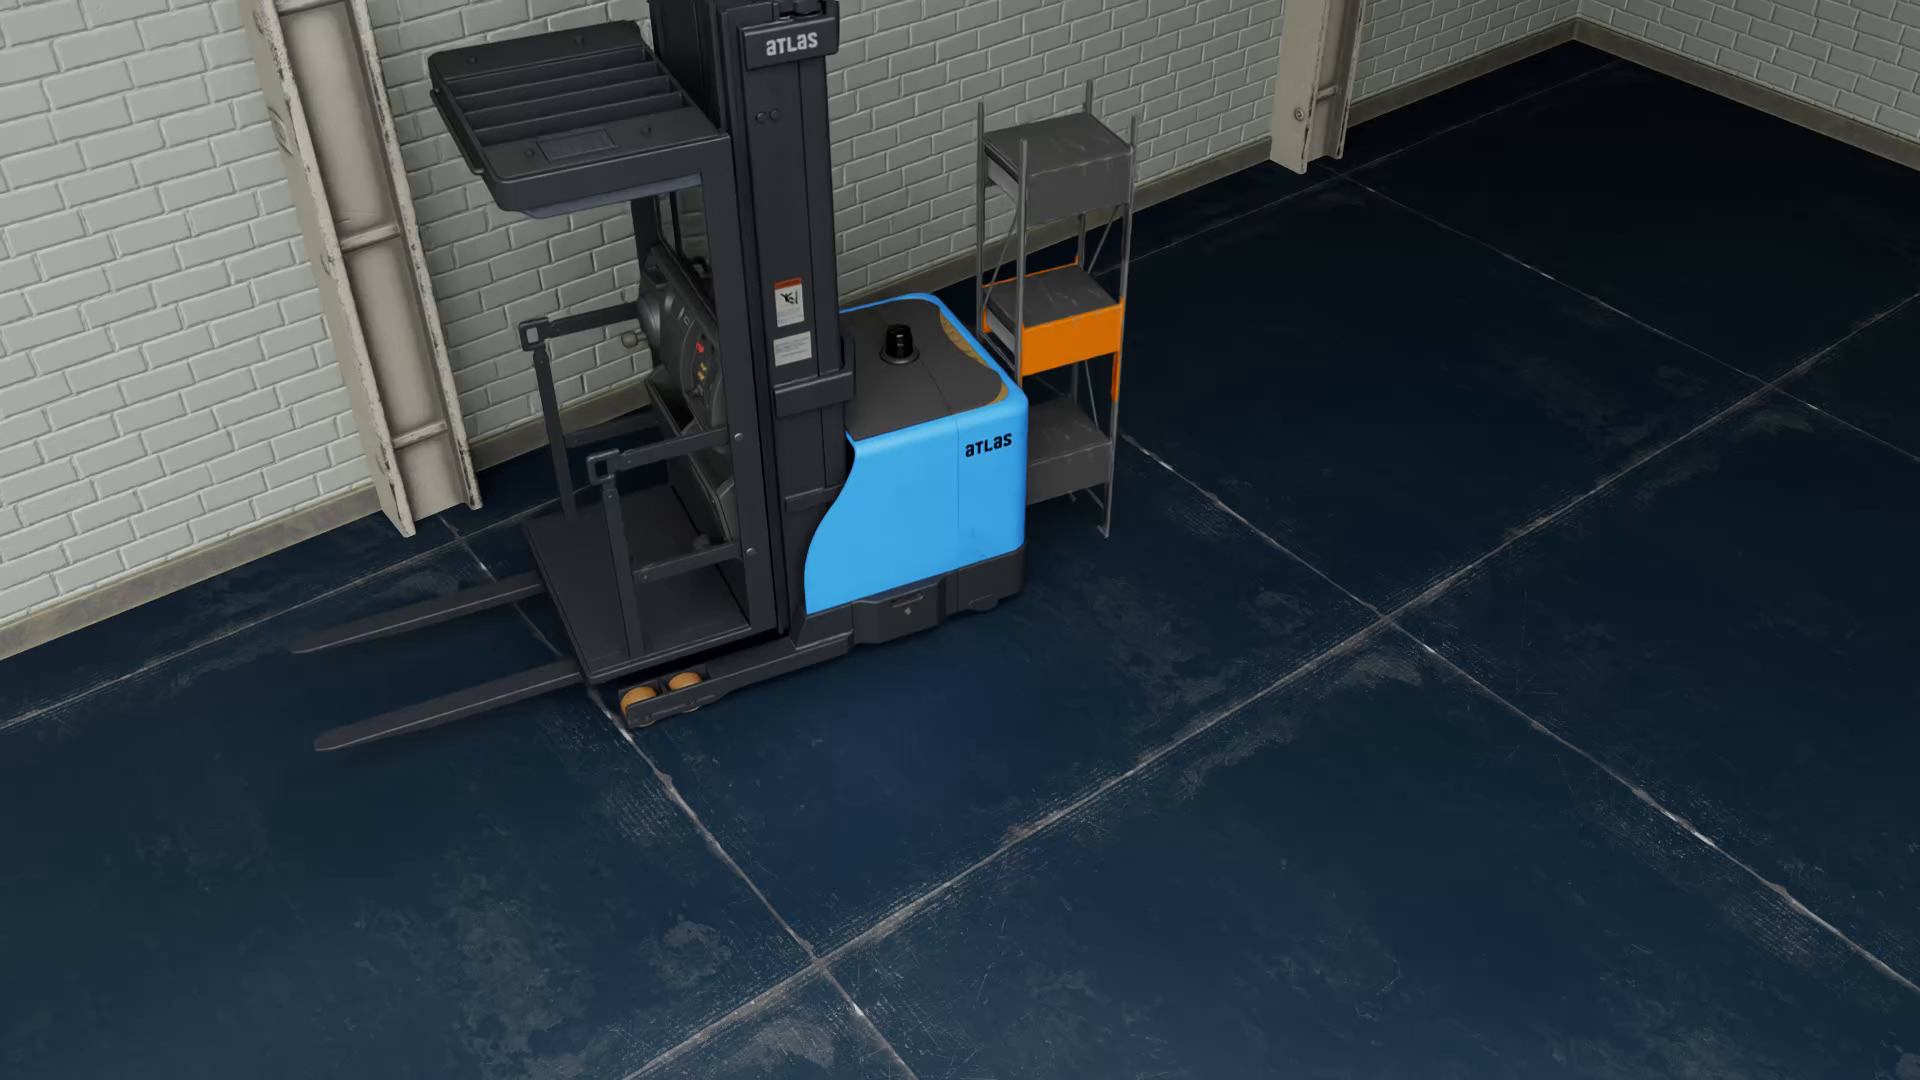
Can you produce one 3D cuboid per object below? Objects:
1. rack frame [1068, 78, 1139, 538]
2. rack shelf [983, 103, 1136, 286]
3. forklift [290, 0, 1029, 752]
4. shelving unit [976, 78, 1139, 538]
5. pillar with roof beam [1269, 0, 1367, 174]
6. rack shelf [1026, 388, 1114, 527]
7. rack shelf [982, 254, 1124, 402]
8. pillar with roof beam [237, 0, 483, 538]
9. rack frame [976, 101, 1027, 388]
[{"bbox_3d":[0.601,-0.935,7.235,0.015,2.100,0.400,-17,42,-19],"label":"rack frame"},{"bbox_3d":[0.381,-1.399,6.718,0.480,0.518,0.431,-17,42,-19],"label":"rack shelf"},{"bbox_3d":[-1.261,-0.752,6.355,3.031,2.935,1.130,-17,42,-19],"label":"forklift"},{"bbox_3d":[0.381,-0.869,7.153,0.503,2.100,0.431,-17,42,-19],"label":"shelving unit"},{"bbox_3d":[4.855,-3.796,5.282,0.400,9.000,9.100,-26,46,-28],"label":"pillar with roof beam"},{"bbox_3d":[0.381,-0.317,7.606,0.480,0.518,0.431,-17,42,-19],"label":"rack shelf"},{"bbox_3d":[0.381,-0.858,7.162,0.480,0.518,0.431,-17,42,-19],"label":"rack shelf"},{"bbox_3d":[0.097,-1.477,2.455,0.400,9.000,9.100,-26,46,-28],"label":"pillar with roof beam"},{"bbox_3d":[0.161,-0.802,7.072,0.015,2.100,0.400,-17,42,-19],"label":"rack frame"}]
